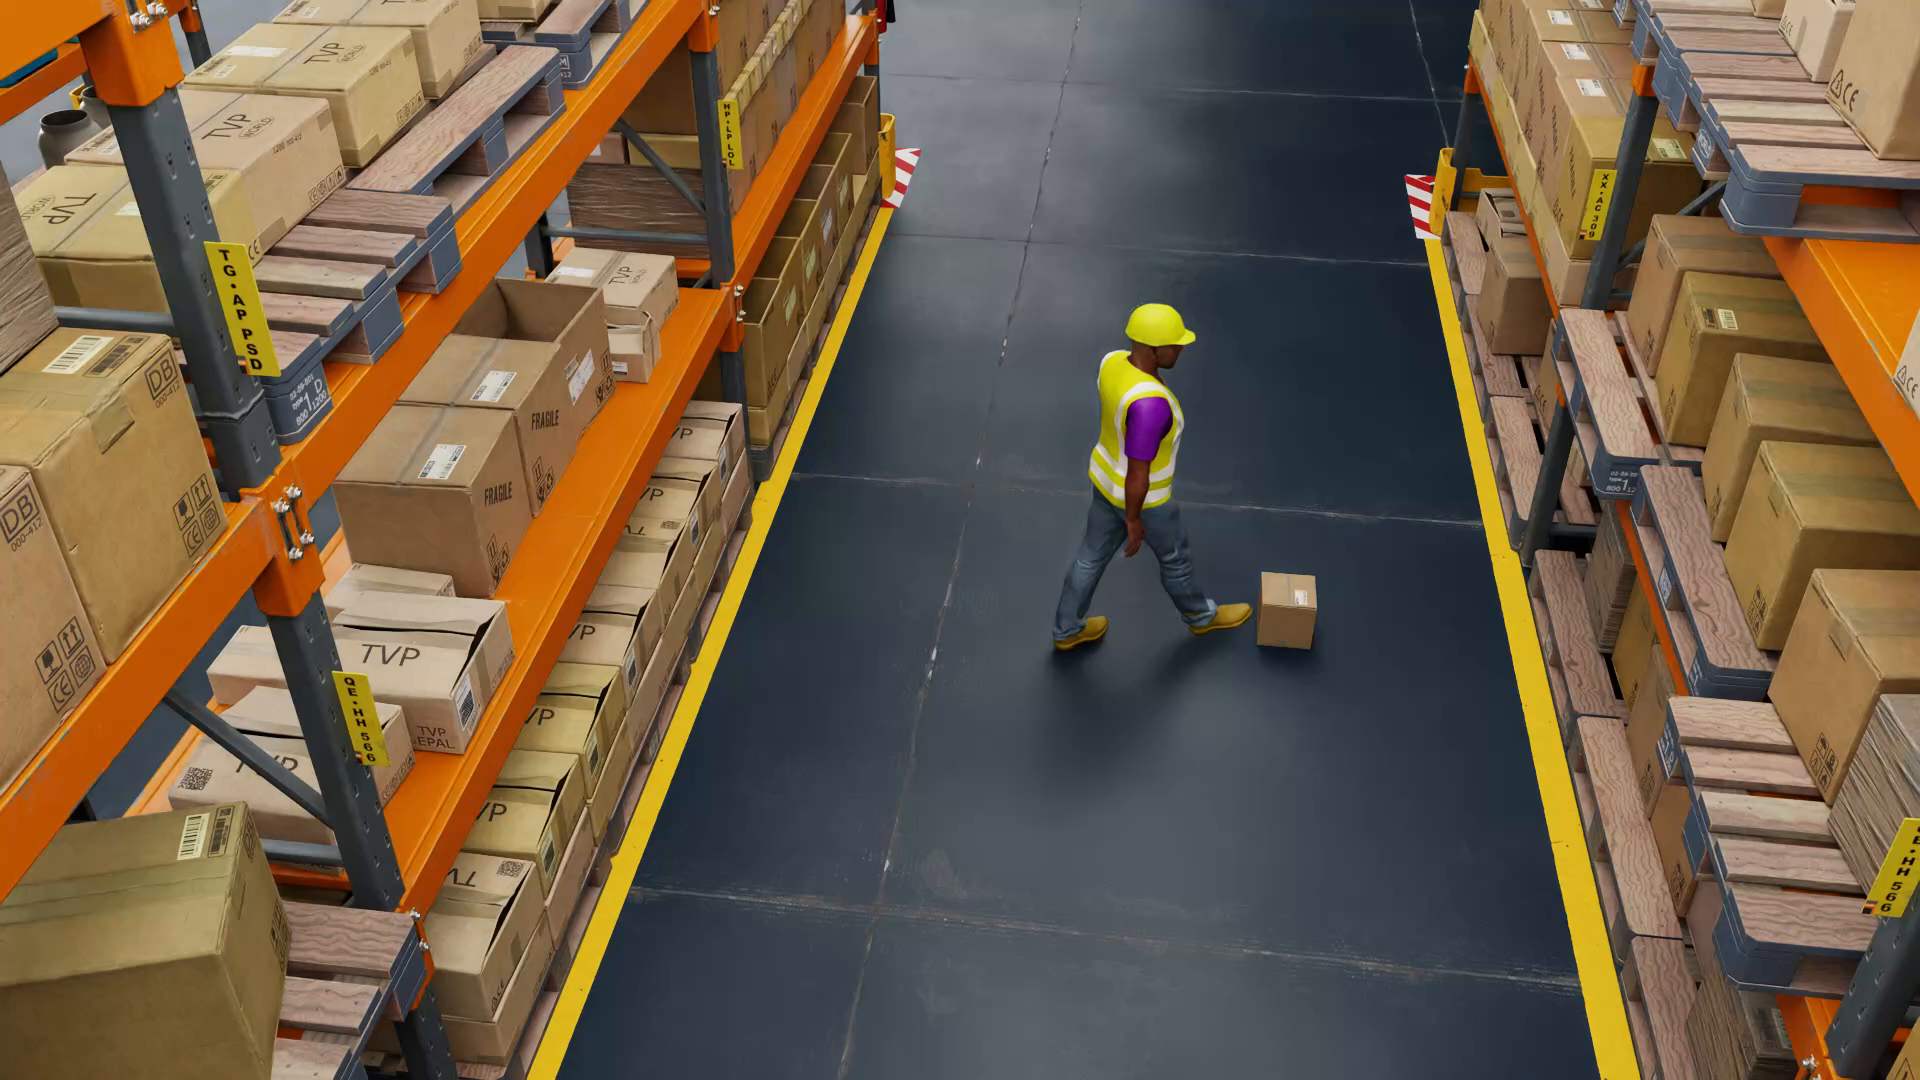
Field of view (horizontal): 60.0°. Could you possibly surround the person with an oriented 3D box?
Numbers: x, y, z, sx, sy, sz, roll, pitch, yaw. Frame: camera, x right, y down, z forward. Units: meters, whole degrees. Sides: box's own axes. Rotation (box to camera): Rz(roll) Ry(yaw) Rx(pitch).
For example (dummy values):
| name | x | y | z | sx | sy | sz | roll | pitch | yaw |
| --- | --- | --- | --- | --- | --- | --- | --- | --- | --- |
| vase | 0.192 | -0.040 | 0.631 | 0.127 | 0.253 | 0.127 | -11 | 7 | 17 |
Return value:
| name | x | y | z | sx | sy | sz | roll | pitch | yaw |
| --- | --- | --- | --- | --- | --- | --- | --- | --- | --- |
| person | 0.874 | -0.278 | 7.376 | 0.939 | 1.722 | 0.583 | -13 | 38 | -18 |
